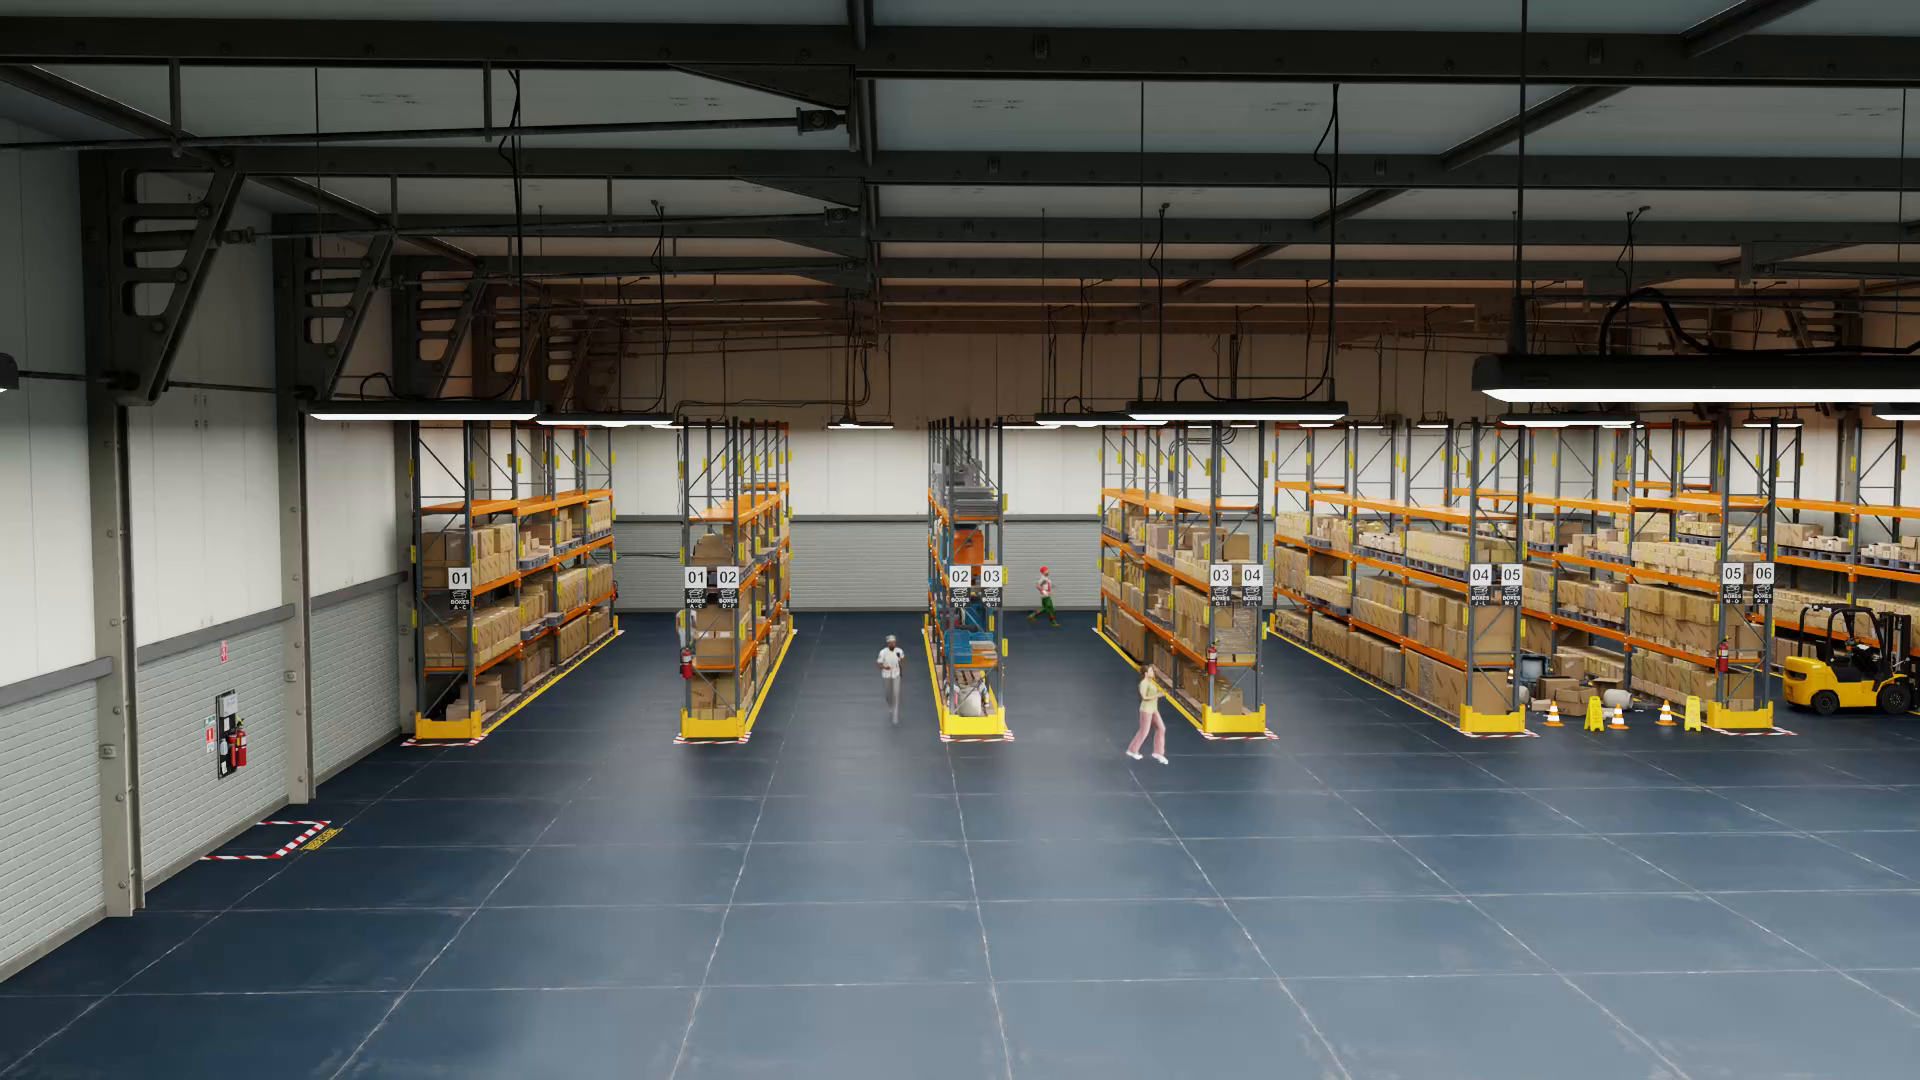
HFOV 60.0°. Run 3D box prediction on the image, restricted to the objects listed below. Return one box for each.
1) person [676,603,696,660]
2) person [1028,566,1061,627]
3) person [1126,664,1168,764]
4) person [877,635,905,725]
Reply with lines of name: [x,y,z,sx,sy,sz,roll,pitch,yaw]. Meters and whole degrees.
person: [-6.518,2.303,39.934,0.627,1.713,0.864,0,4,0]
person: [2.482,1.654,48.620,0.970,1.768,0.667,0,4,4]
person: [3.235,3.000,28.751,0.728,1.714,0.562,2,4,25]
person: [-1.376,2.737,32.992,0.543,1.735,1.032,0,4,2]
